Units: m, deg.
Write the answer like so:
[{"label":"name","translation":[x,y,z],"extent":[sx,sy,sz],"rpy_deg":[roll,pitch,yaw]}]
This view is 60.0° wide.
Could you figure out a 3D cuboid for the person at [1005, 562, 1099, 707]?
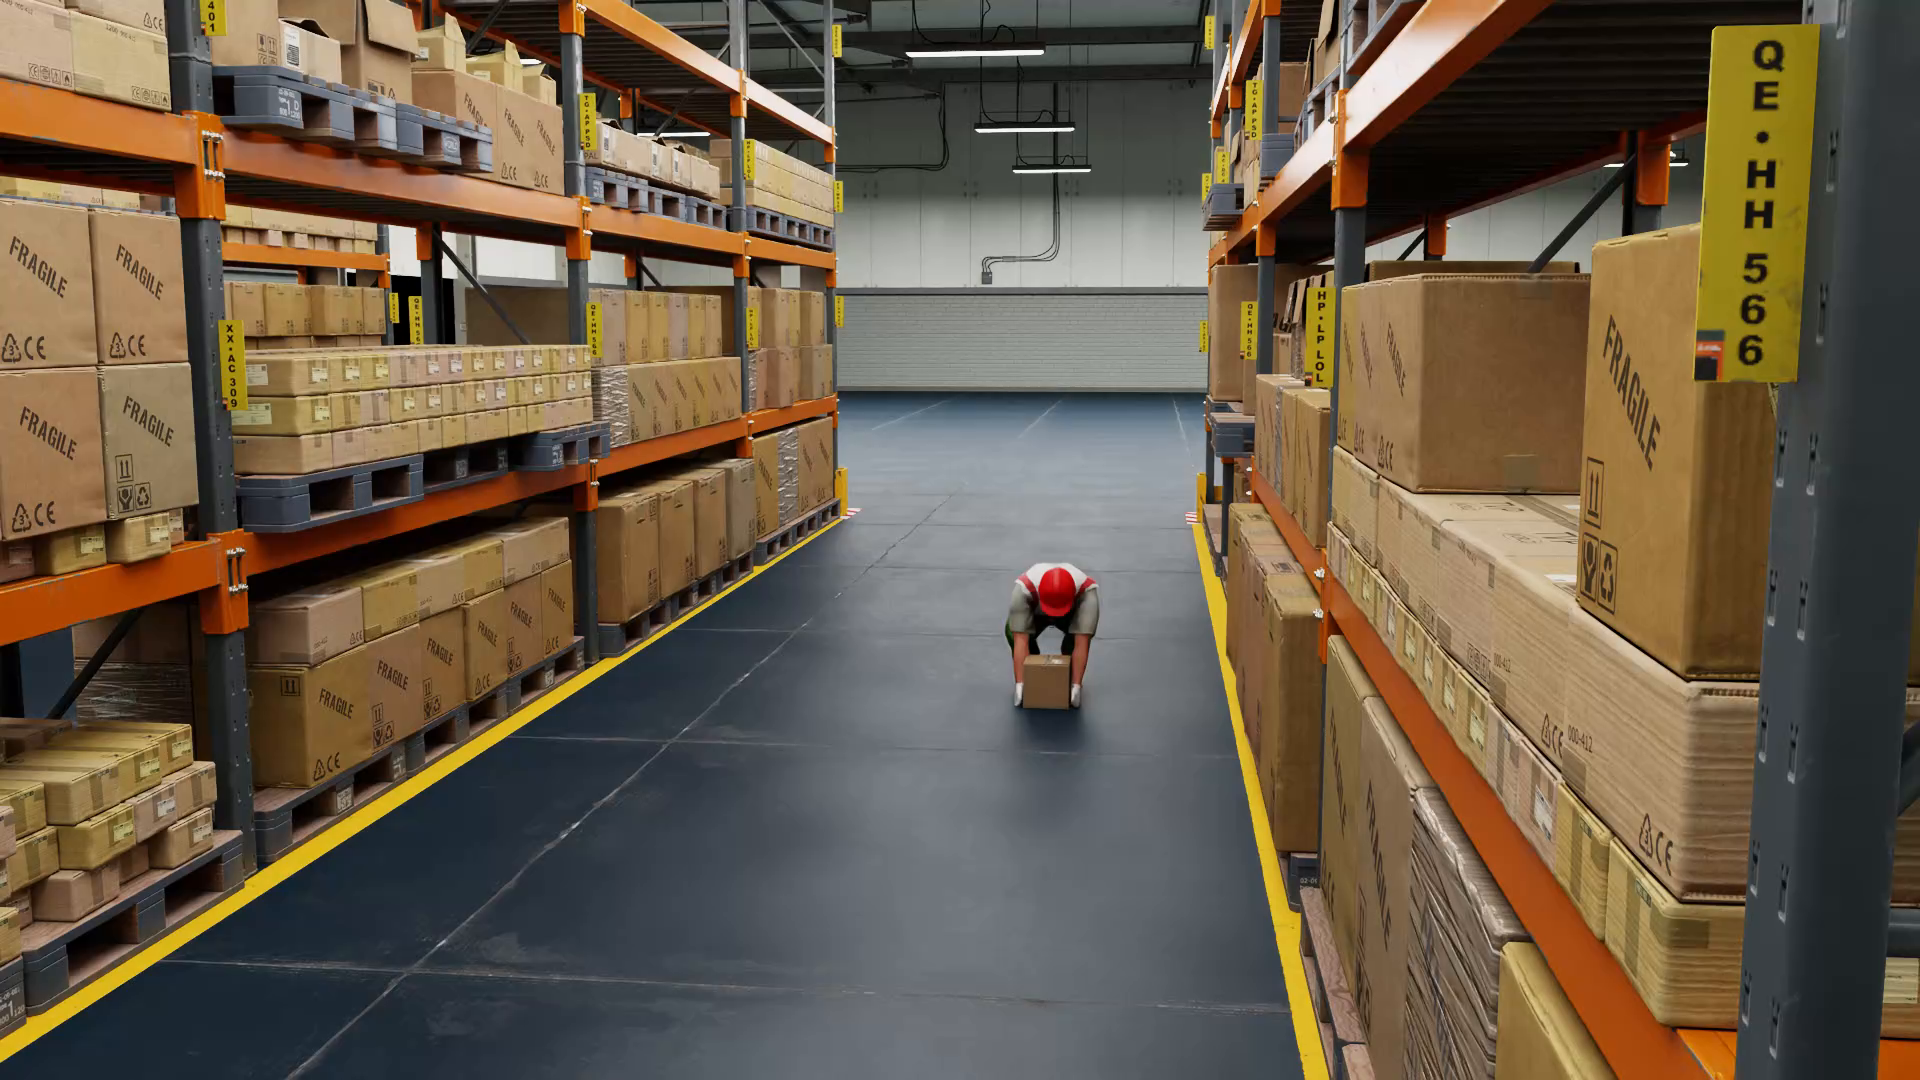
[{"label":"person","translation":[0.520,0.516,9.431],"extent":[0.531,0.841,0.939],"rpy_deg":[1,8,5]}]
